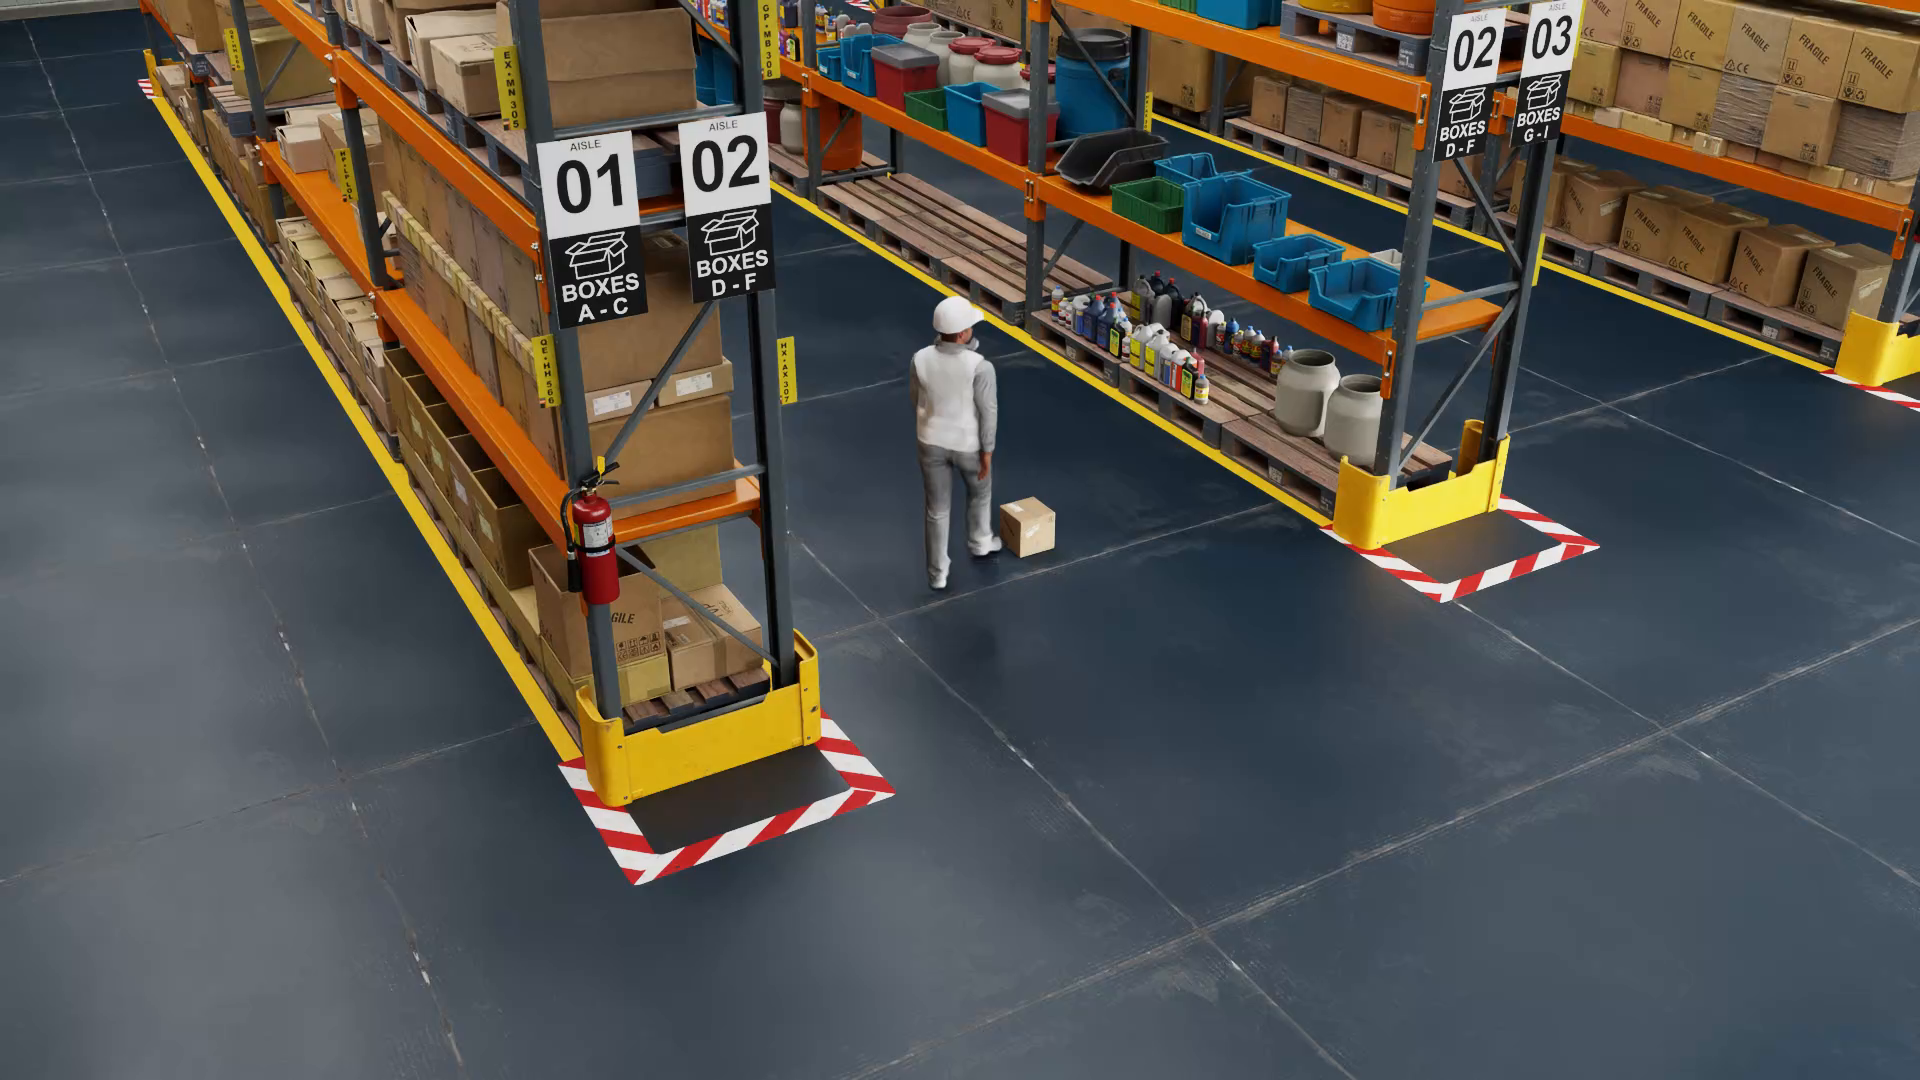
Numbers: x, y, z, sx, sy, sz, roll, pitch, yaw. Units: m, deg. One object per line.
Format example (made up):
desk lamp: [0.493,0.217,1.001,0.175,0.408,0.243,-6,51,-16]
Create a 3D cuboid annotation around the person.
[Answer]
person: [-0.010,-0.613,9.647,0.563,1.782,0.744,7,30,13]
